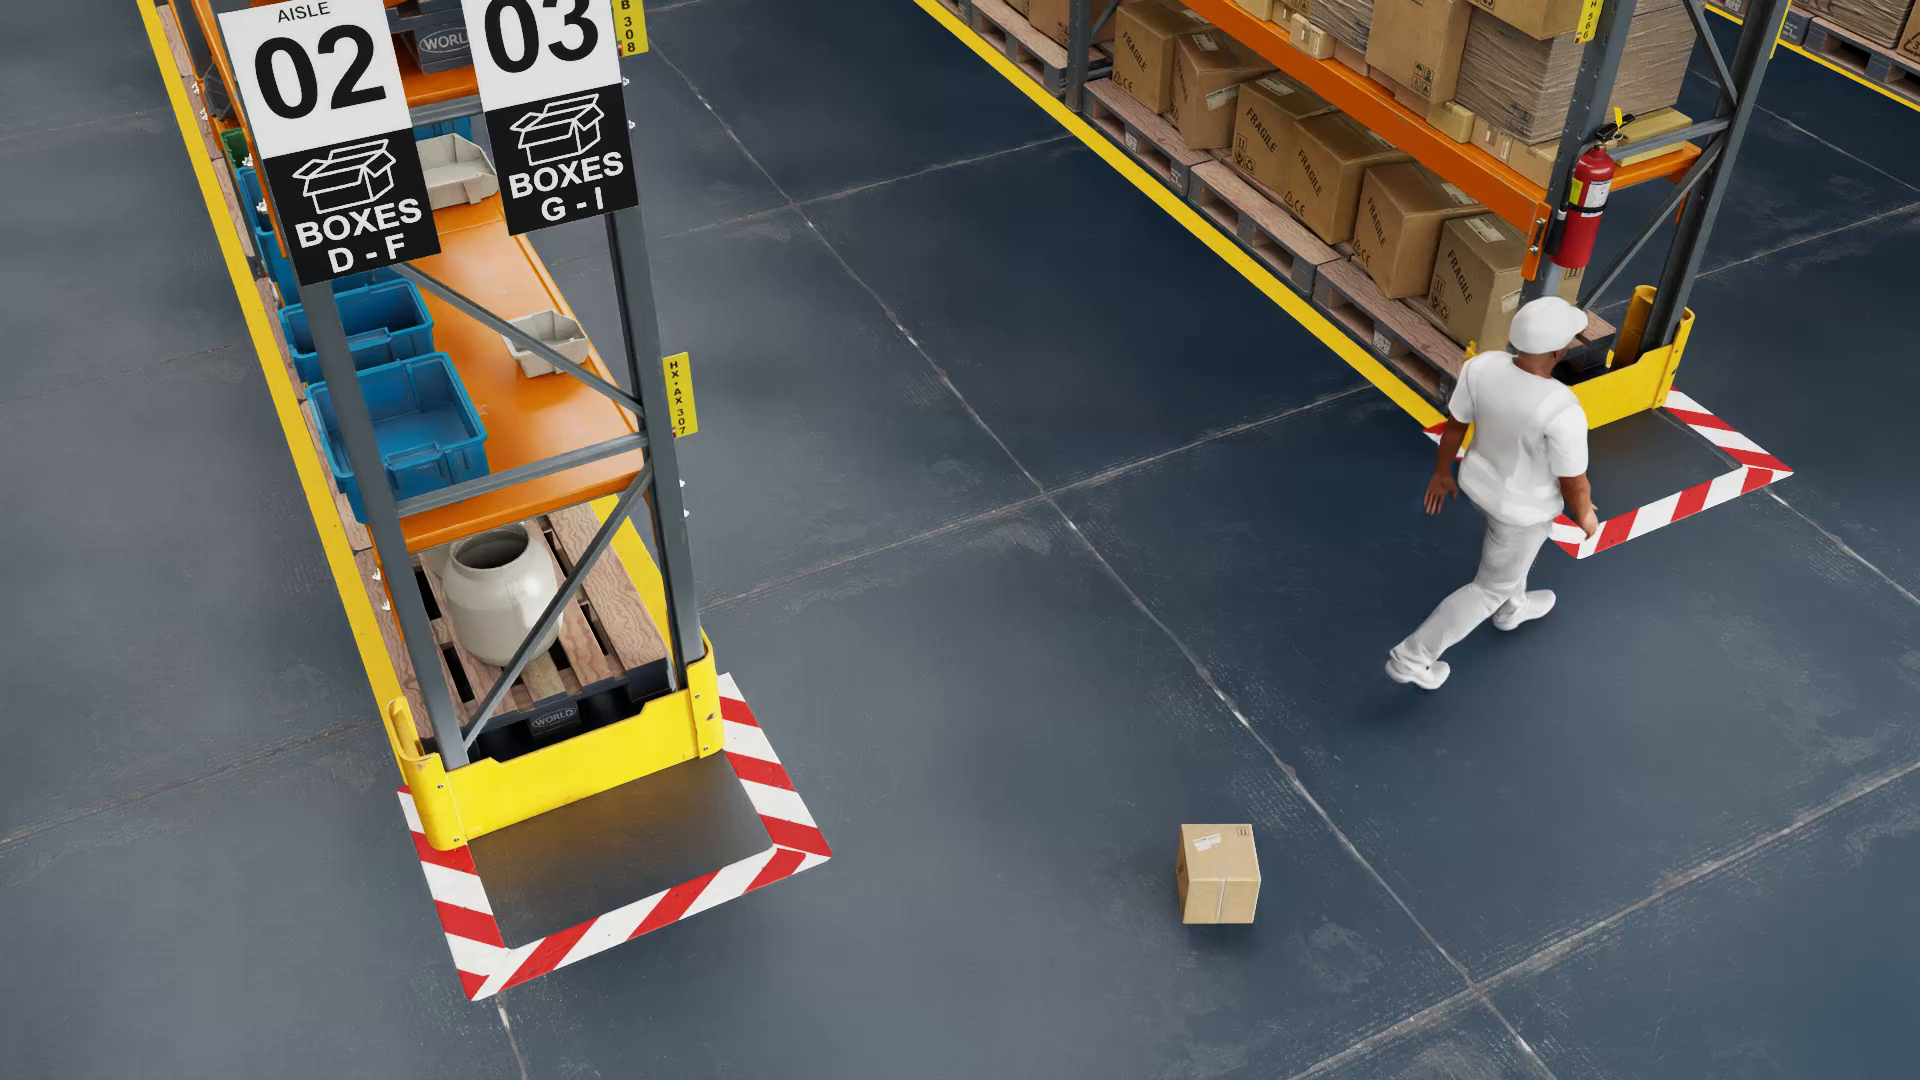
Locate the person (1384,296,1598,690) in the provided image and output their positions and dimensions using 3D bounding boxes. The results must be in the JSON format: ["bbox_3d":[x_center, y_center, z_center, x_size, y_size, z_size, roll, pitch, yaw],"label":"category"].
[{"bbox_3d":[2.109,-0.182,6.354,1.005,1.721,0.569,-17,44,-19],"label":"person"}]
